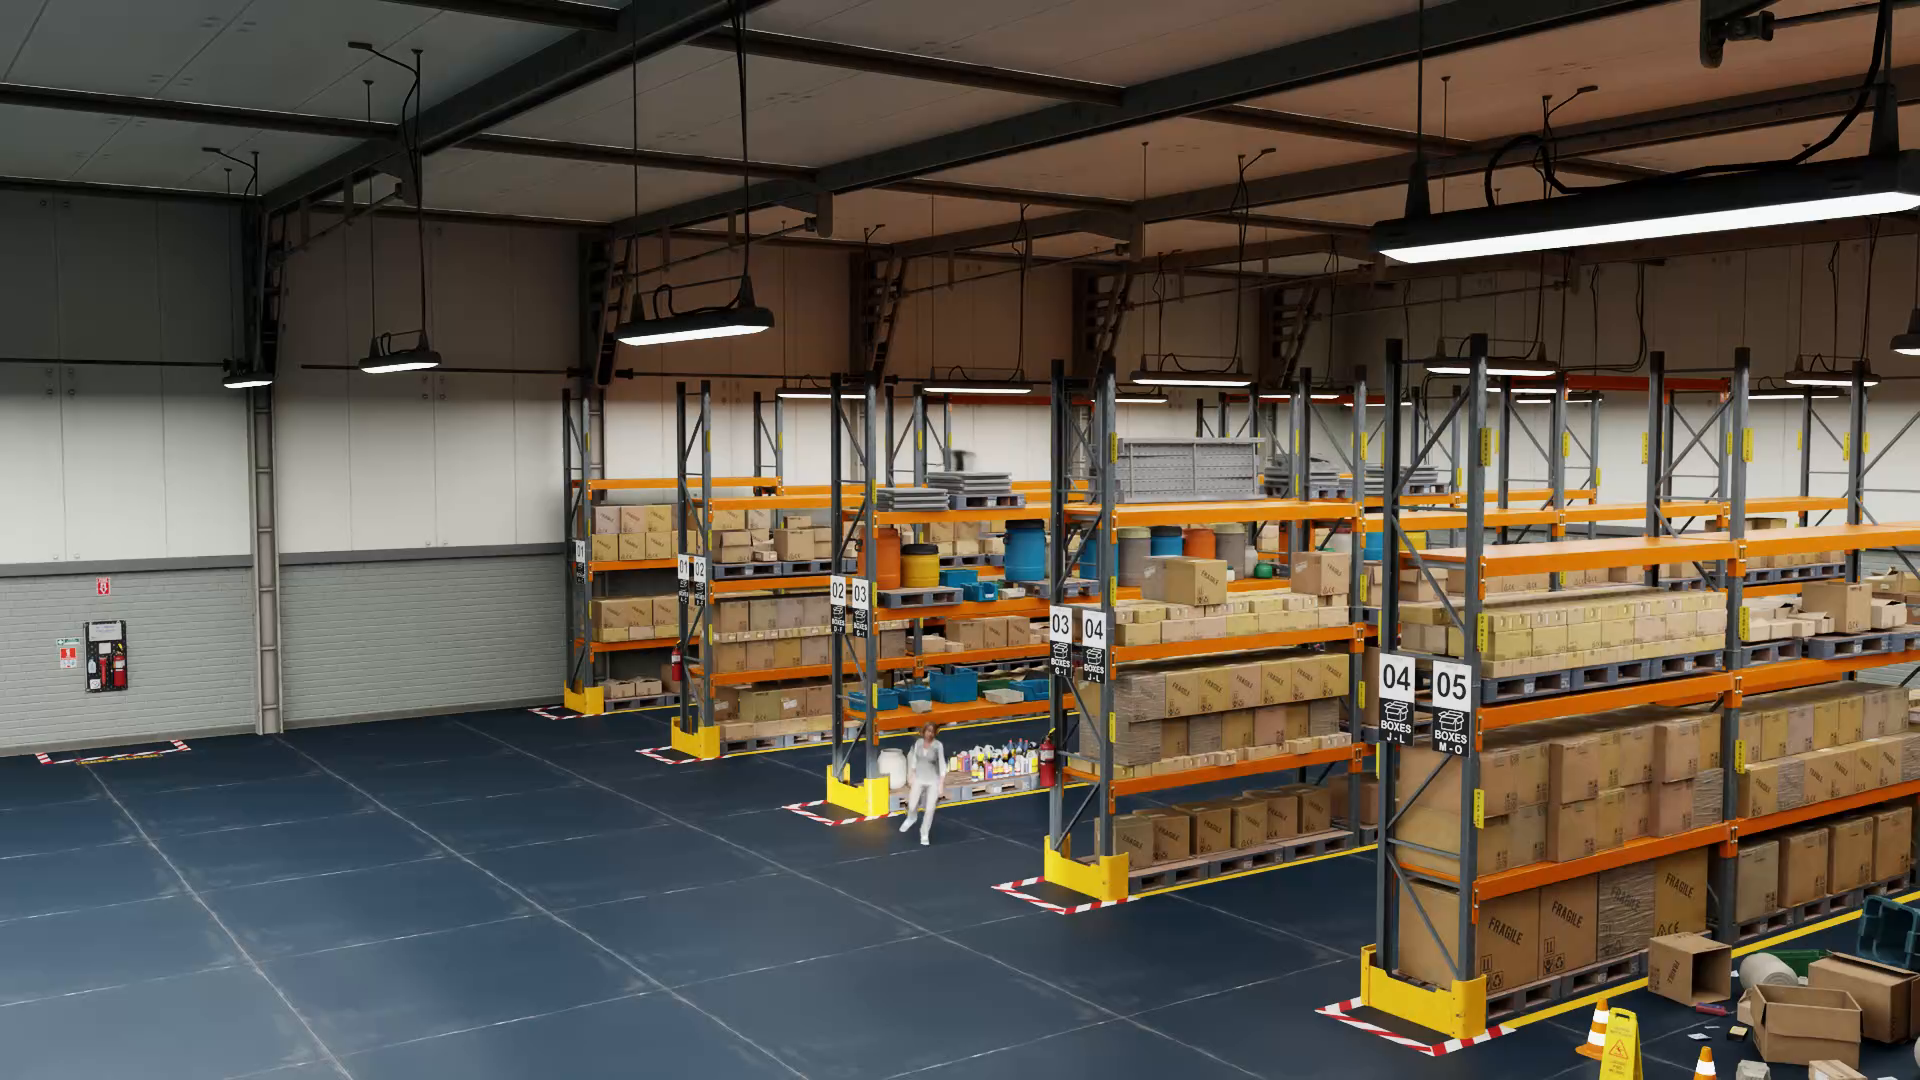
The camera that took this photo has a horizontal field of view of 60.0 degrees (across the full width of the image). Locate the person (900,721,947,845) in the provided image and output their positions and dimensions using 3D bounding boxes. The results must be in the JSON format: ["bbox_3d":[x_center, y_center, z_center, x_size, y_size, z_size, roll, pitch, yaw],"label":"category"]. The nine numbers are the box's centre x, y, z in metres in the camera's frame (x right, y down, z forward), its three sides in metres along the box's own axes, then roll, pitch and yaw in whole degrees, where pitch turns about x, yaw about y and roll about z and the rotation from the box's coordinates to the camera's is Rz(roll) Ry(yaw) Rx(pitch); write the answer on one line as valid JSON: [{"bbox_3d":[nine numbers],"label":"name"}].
[{"bbox_3d":[-0.467,3.040,20.893,0.645,1.558,0.527,1,4,10],"label":"person"}]
